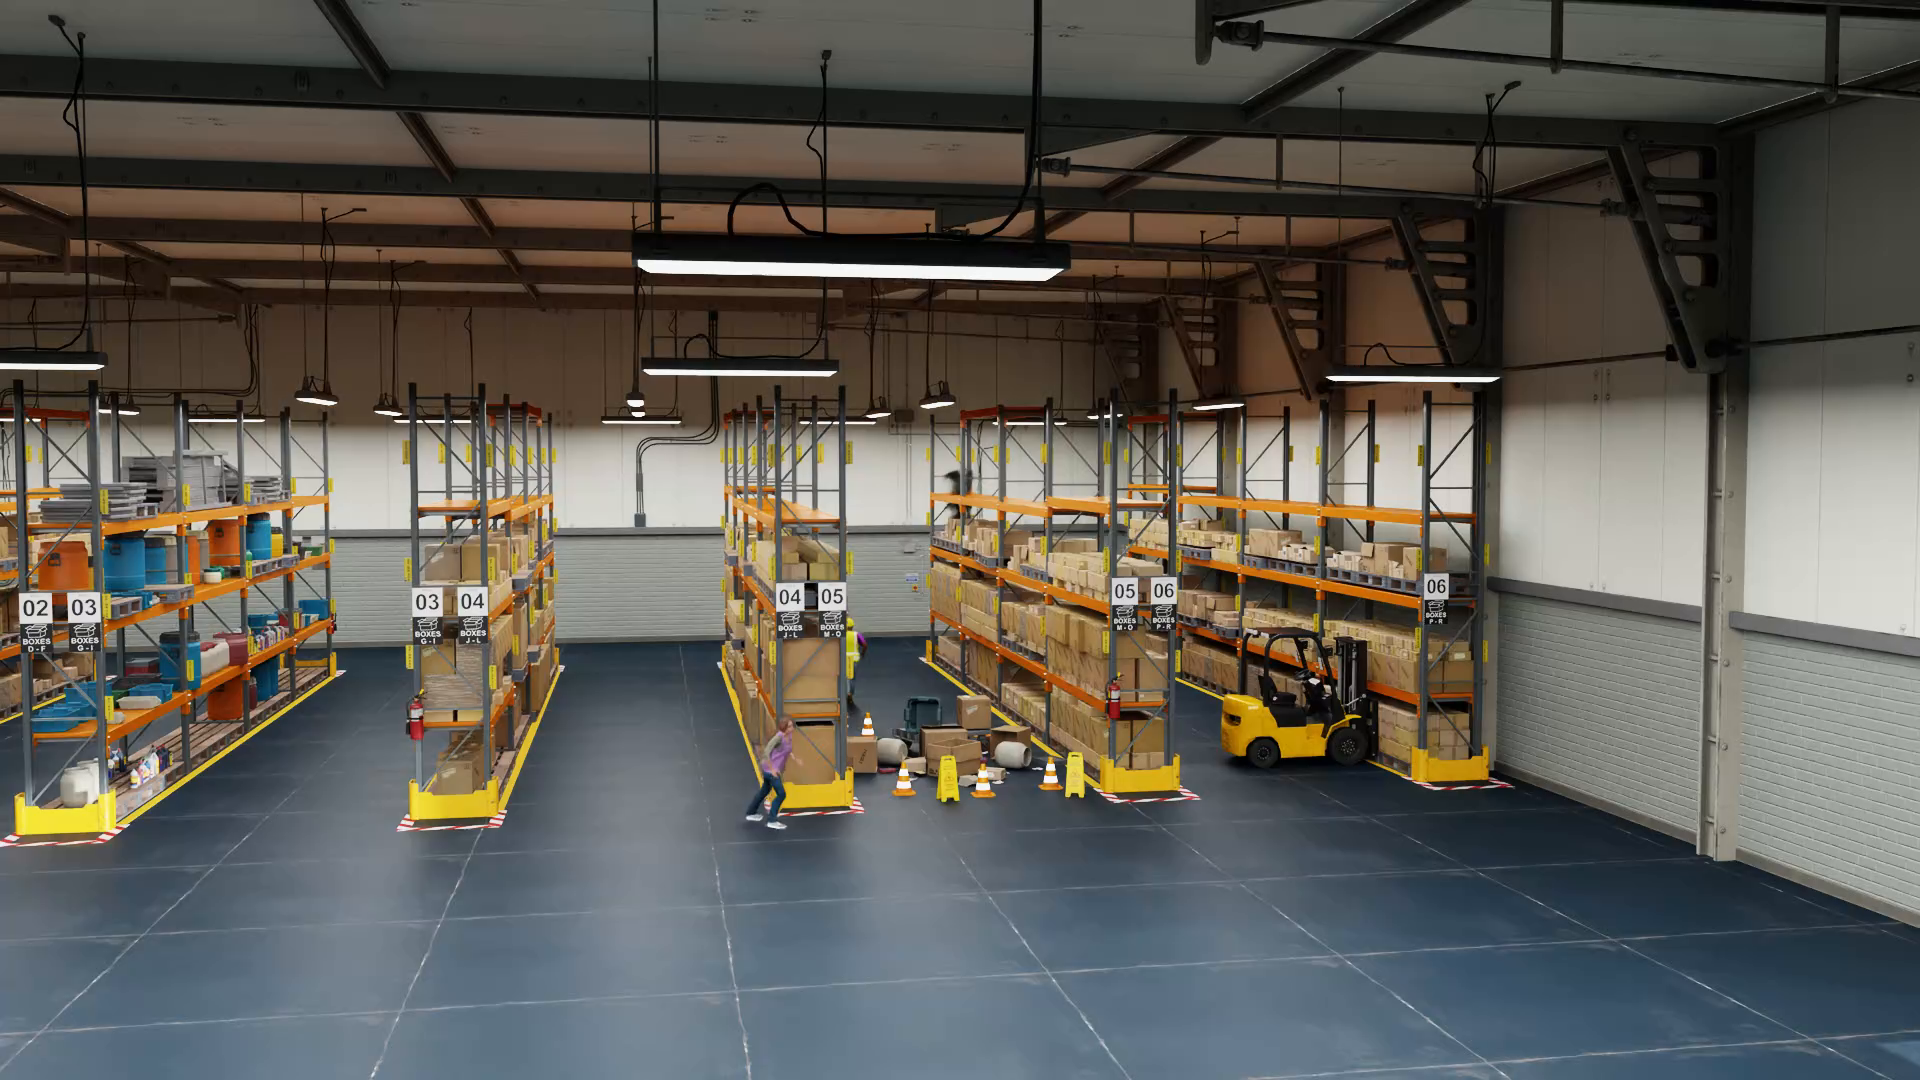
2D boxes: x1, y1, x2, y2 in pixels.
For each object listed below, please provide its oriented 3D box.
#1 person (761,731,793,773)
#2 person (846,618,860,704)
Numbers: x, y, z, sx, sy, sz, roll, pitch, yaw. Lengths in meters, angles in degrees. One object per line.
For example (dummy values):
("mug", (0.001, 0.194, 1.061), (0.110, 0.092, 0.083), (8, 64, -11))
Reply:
("person", (-2.461, 2.846, 22.337), (0.421, 0.578, 0.500), (0, 3, 7))
("person", (-2.214, 2.439, 33.127), (0.441, 1.773, 0.969), (0, 3, -8))
